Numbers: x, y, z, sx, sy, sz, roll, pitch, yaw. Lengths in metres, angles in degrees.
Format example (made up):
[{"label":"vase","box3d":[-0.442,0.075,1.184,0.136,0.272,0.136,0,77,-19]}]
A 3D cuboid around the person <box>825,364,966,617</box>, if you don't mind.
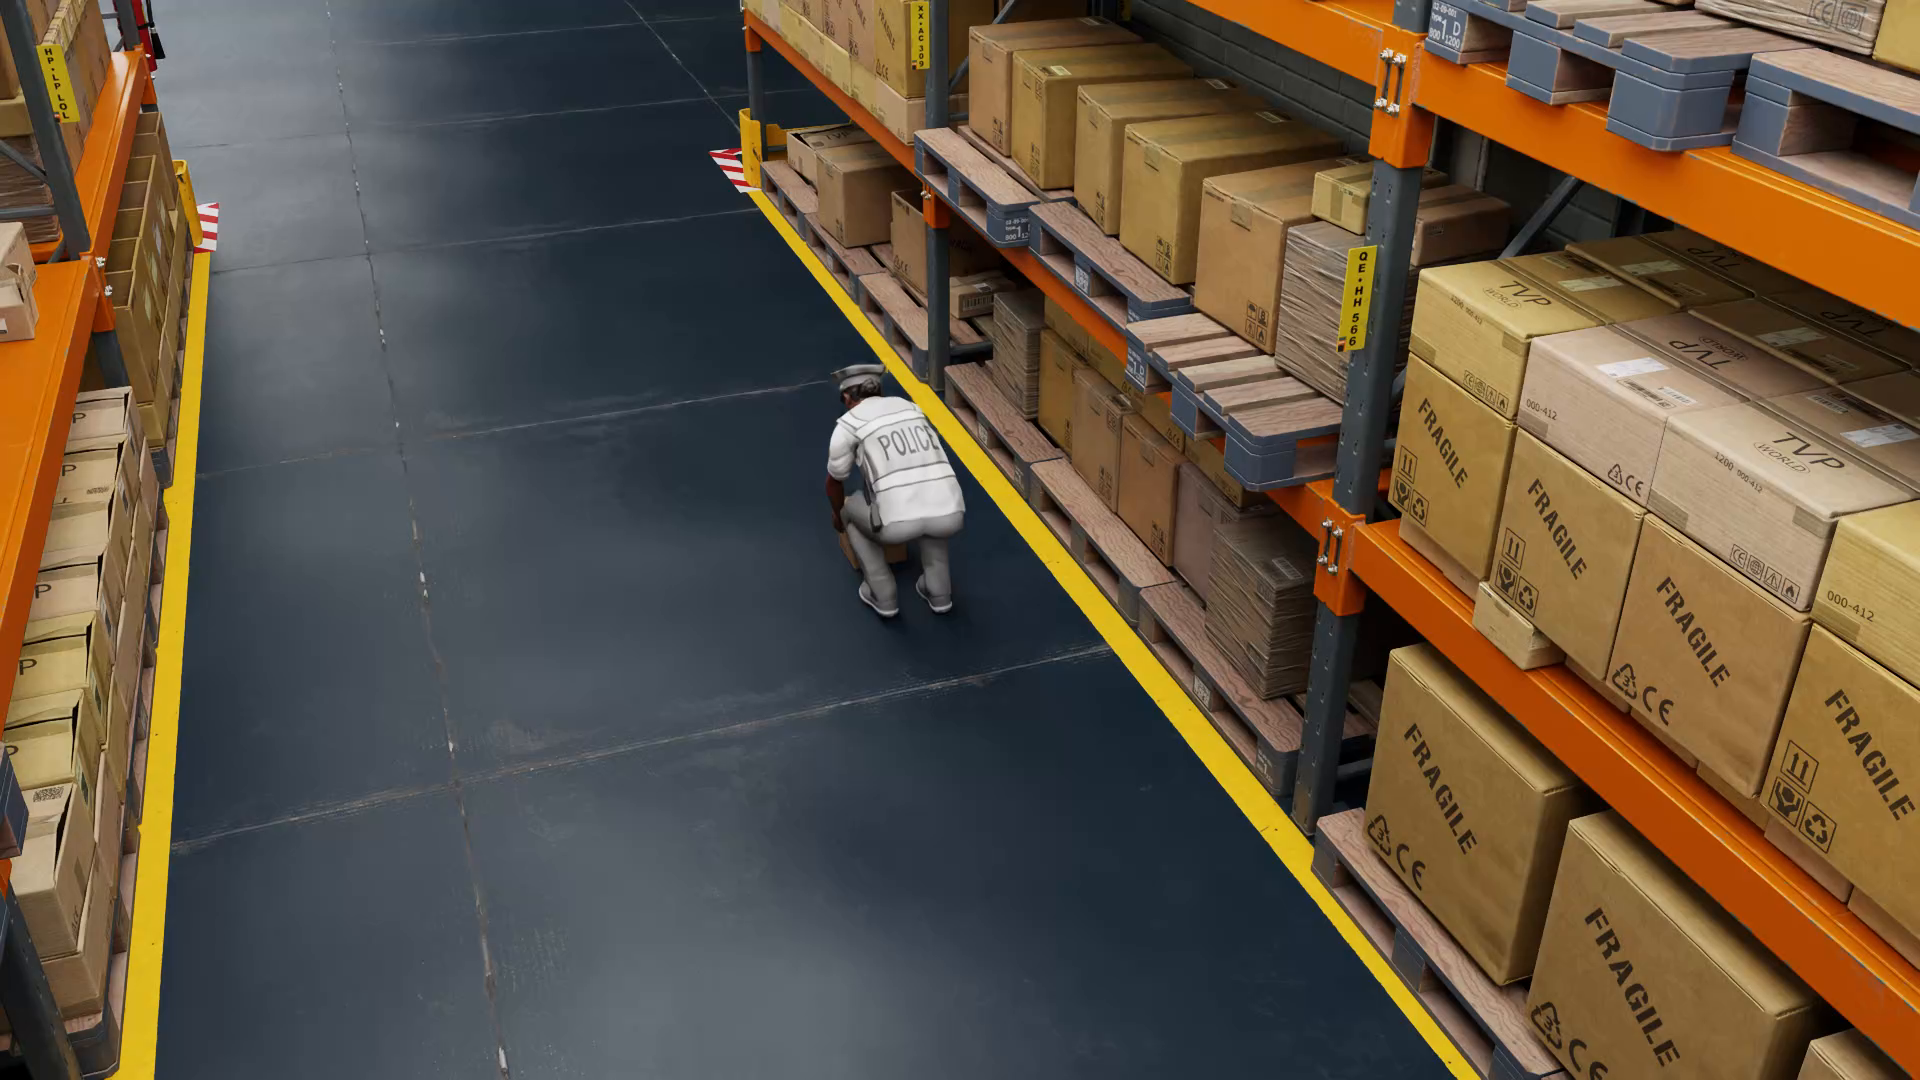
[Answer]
[{"label":"person","box3d":[-0.296,-0.204,7.140,0.488,1.011,0.850,-11,32,-18]}]
